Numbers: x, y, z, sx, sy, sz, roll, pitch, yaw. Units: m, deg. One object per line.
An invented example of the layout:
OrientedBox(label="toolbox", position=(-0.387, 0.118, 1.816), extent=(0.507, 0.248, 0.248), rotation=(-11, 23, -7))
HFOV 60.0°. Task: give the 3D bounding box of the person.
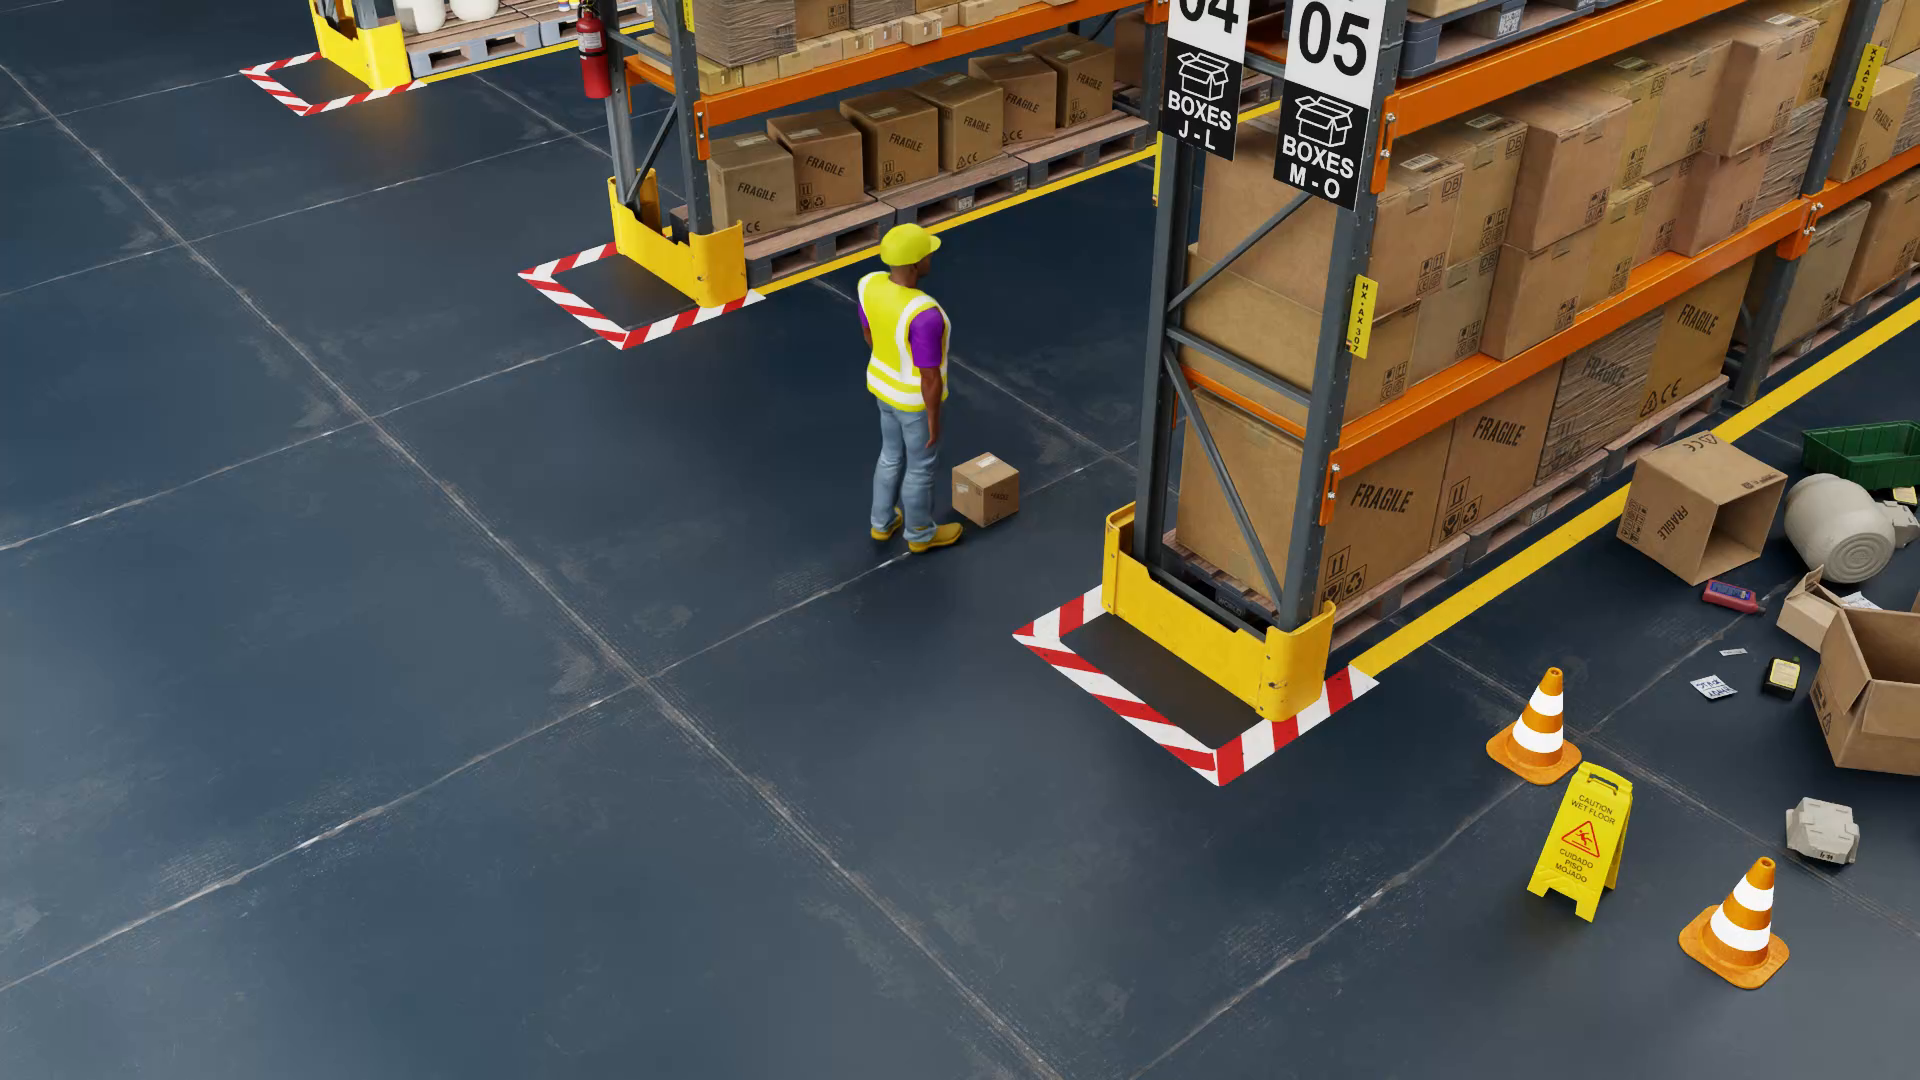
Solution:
OrientedBox(label="person", position=(-0.228, -0.730, 8.046), extent=(0.422, 1.782, 0.634), rotation=(-26, 43, -31))
